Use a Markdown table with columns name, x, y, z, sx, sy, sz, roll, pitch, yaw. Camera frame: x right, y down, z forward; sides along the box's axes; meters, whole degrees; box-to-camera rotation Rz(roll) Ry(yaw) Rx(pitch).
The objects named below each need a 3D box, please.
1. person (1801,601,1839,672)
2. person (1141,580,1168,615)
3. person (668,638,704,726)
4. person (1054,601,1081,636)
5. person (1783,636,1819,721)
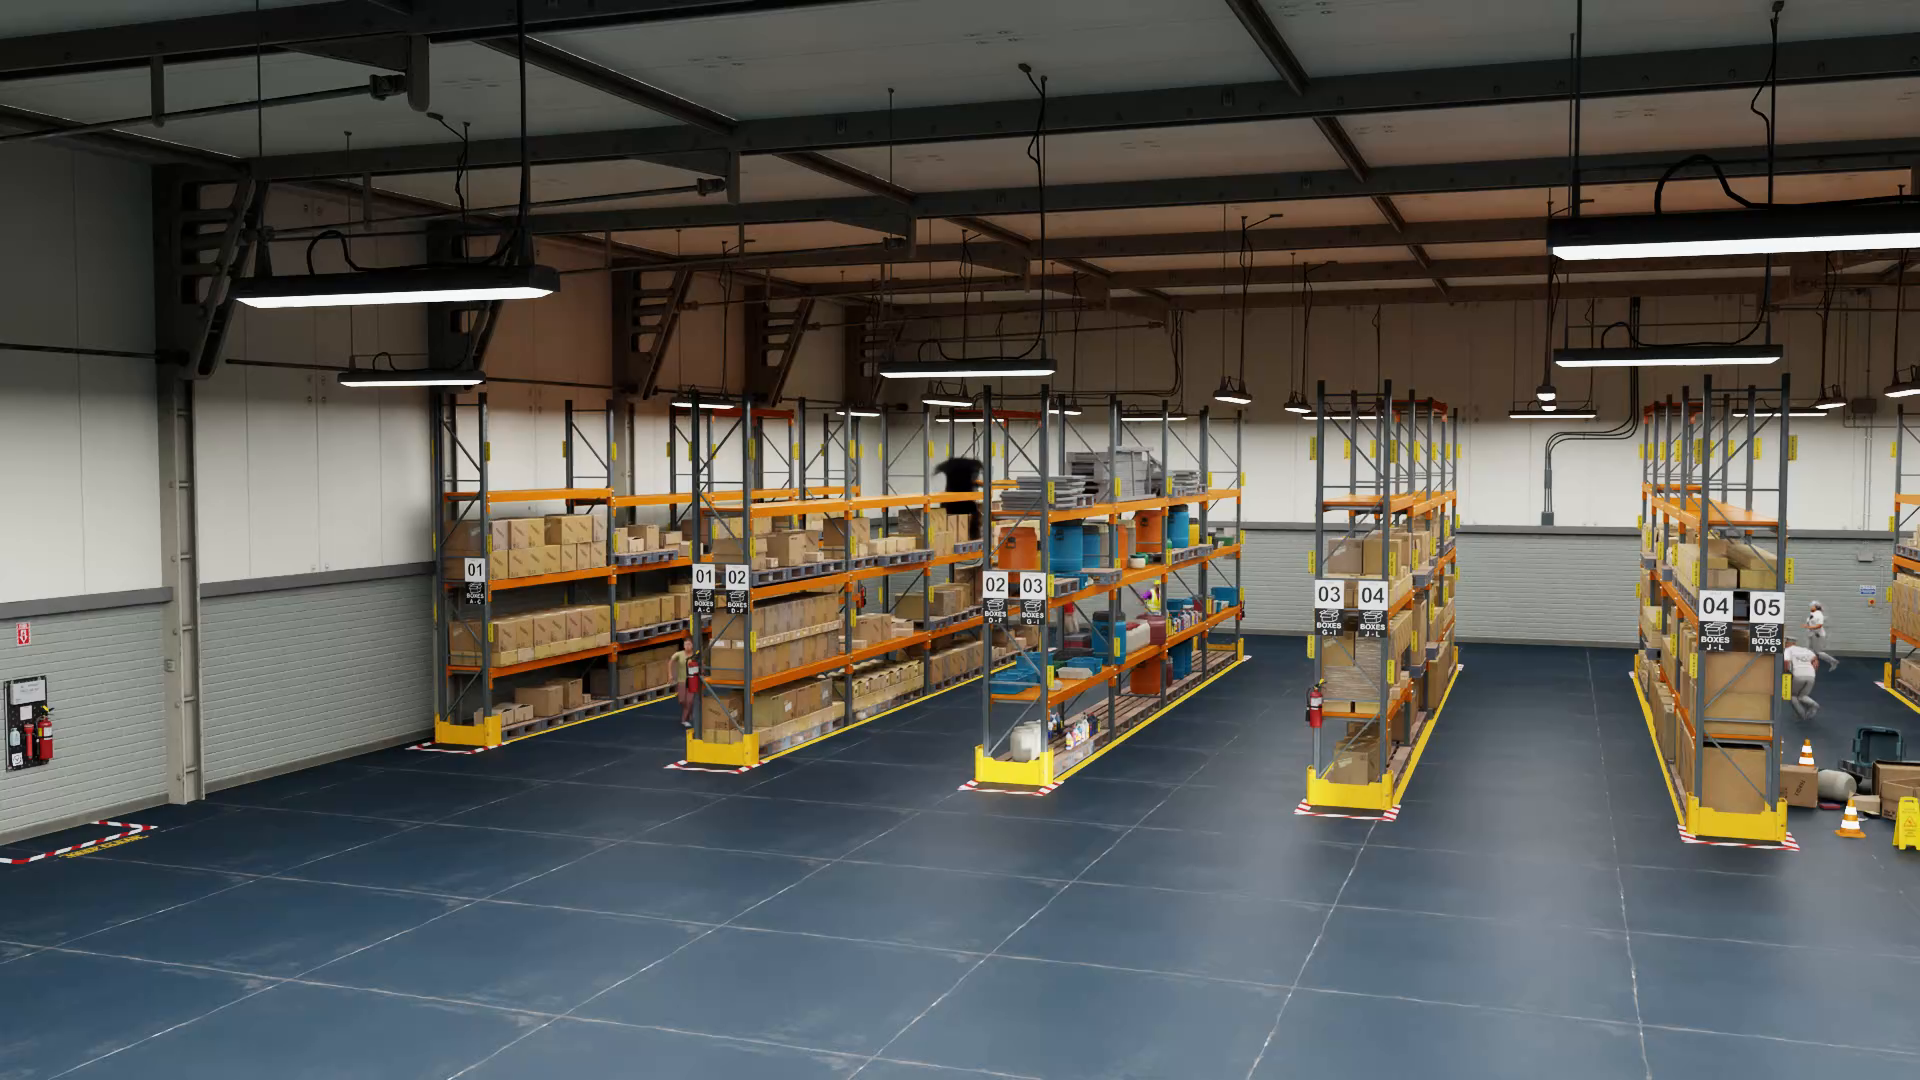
| name | x | y | z | sx | sy | sz | roll | pitch | yaw |
| --- | --- | --- | --- | --- | --- | --- | --- | --- | --- |
| person | 19.244 | 2.184 | 37.292 | 0.848 | 1.644 | 0.611 | 1 | 3 | 13 |
| person | 5.120 | 1.870 | 43.534 | 0.779 | 1.666 | 0.533 | -2 | 4 | -32 |
| person | -4.980 | 2.587 | 30.243 | 0.647 | 1.622 | 0.529 | 0 | 3 | -4 |
| person | 2.705 | 1.938 | 42.192 | 0.709 | 1.662 | 0.560 | -3 | 4 | -41 |
| person | 15.640 | 2.597 | 30.855 | 0.677 | 1.553 | 0.974 | 0 | 3 | -5 |
